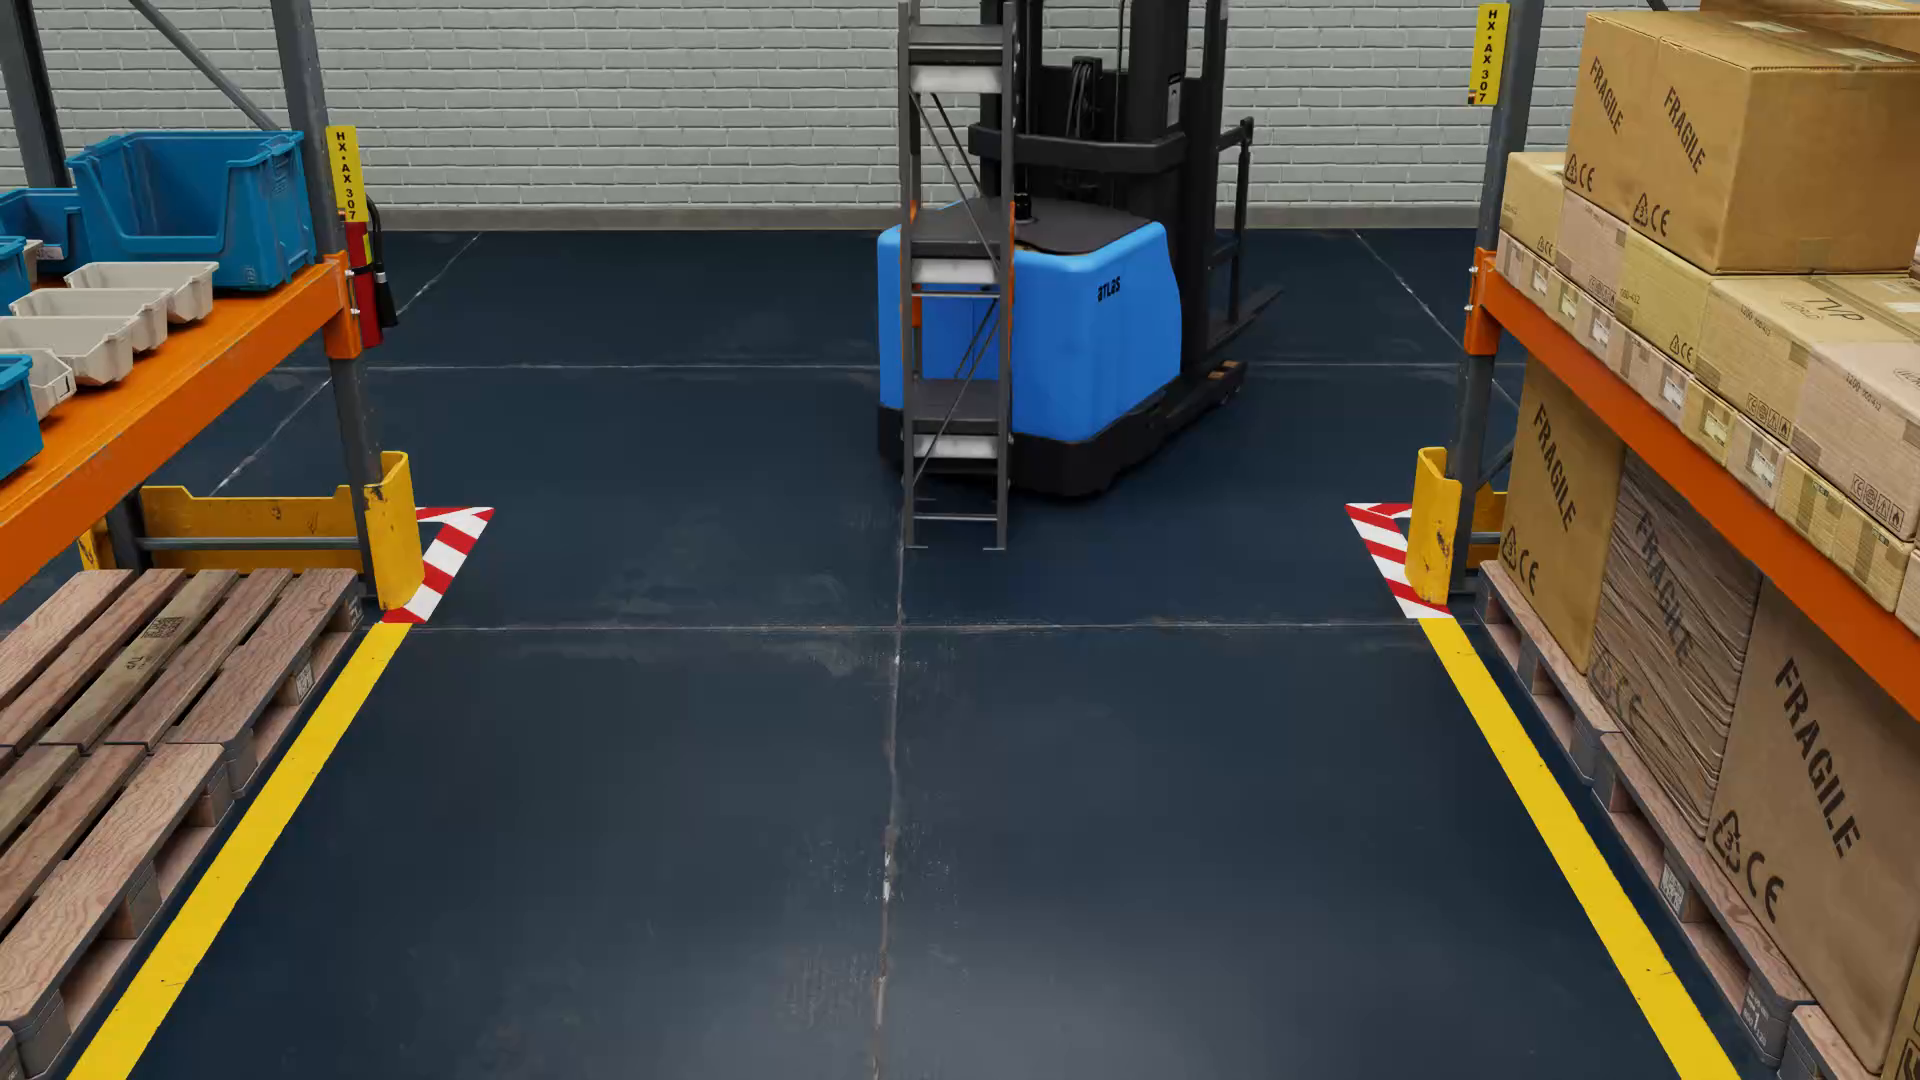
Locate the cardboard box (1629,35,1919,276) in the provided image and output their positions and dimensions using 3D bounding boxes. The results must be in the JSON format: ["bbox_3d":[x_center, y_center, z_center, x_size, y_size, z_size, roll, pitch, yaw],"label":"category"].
[{"bbox_3d":[2.066,-0.976,4.180,0.500,0.500,0.500,-1,24,-2],"label":"cardboard box"}]

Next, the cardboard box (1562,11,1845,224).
[{"bbox_3d":[2.055,-1.190,4.652,0.500,0.500,0.500,-1,24,-2],"label":"cardboard box"}]

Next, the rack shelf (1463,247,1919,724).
[{"bbox_3d":[2.336,-0.034,4.058,1.077,0.370,4.000,0,24,-1],"label":"rack shelf"}]

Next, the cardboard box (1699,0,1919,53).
[{"bbox_3d":[2.582,-1.395,5.106,0.500,0.500,0.500,0,24,0],"label":"cardboard box"}]

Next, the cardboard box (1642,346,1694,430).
[{"bbox_3d":[2.004,-0.394,4.286,0.380,0.149,0.250,-1,24,-1],"label":"cardboard box"}]

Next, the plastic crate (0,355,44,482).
[{"bbox_3d":[-2.360,-0.270,3.836,0.416,0.233,0.300,0,24,-1],"label":"plastic crate"}]

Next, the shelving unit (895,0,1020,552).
[{"bbox_3d":[-0.003,-1.017,6.449,0.431,2.100,0.503,1,24,3],"label":"shelving unit"}]

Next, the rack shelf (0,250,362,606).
[{"bbox_3d":[-2.617,-0.012,4.009,1.077,0.370,4.000,0,24,-1],"label":"rack shelf"}]

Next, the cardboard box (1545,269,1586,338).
[{"bbox_3d":[1.995,-0.712,4.990,0.380,0.149,0.250,-1,24,-2],"label":"cardboard box"}]

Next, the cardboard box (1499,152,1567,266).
[{"bbox_3d":[2.049,-1.054,5.262,0.500,0.250,0.500,-1,24,-2],"label":"cardboard box"}]

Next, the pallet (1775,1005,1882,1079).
[{"bbox_3d":[2.427,1.419,3.356,1.003,0.211,1.213,0,24,-1],"label":"pallet"}]

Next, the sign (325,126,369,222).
[{"bbox_3d":[-2.089,-1.247,5.669,0.100,0.325,0.005,0,24,-1],"label":"sign"}]

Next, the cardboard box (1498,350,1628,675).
[{"bbox_3d":[2.401,-0.146,5.501,0.875,0.875,0.875,0,24,-1],"label":"cardboard box"}]

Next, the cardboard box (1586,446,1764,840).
[{"bbox_3d":[2.411,0.229,4.672,0.875,0.875,0.875,0,24,-1],"label":"cardboard box"}]

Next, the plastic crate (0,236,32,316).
[{"bbox_3d":[-2.958,-0.740,4.877,0.416,0.233,0.300,0,24,-1],"label":"plastic crate"}]

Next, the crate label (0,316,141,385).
[{"bbox_3d":[-2.433,-0.501,4.466,0.396,0.136,0.243,0,24,-1],"label":"crate label"}]

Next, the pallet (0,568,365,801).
[{"bbox_3d":[-2.669,0.447,5.506,1.003,0.211,1.213,0,24,-1],"label":"pallet"}]

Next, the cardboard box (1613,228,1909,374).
[{"bbox_3d":[2.063,-0.633,4.330,0.500,0.250,0.500,-1,24,-2],"label":"cardboard box"}]

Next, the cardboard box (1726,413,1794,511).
[{"bbox_3d":[2.011,-0.182,3.817,0.380,0.149,0.250,0,24,0],"label":"cardboard box"}]

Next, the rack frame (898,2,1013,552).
[{"bbox_3d":[-0.017,-0.916,6.227,0.400,2.100,0.015,1,24,3],"label":"rack frame"}]

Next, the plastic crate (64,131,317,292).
[{"bbox_3d":[-2.448,-1.070,5.360,0.616,0.435,0.499,0,24,-1],"label":"plastic crate"}]

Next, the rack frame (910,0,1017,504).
[{"bbox_3d":[0.012,-1.117,6.671,0.400,2.100,0.015,1,24,3],"label":"rack frame"}]

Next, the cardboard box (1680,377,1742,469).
[{"bbox_3d":[2.006,-0.290,4.056,0.380,0.149,0.250,-1,24,-2],"label":"cardboard box"}]

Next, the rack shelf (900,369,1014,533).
[{"bbox_3d":[-0.004,-0.366,6.743,0.431,0.518,0.480,1,24,3],"label":"rack shelf"}]

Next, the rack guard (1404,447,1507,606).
[{"bbox_3d":[2.314,-0.057,6.269,1.175,0.500,0.348,0,24,-1],"label":"rack guard"}]

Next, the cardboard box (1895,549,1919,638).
[{"bbox_3d":[2.018,0.135,3.117,0.380,0.149,0.250,0,24,0],"label":"cardboard box"}]

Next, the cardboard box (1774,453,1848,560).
[{"bbox_3d":[2.012,-0.077,3.585,0.380,0.149,0.250,-1,24,-1],"label":"cardboard box"}]

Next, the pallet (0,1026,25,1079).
[{"bbox_3d":[-2.642,1.452,3.283,1.003,0.211,1.213,0,24,-1],"label":"pallet"}]

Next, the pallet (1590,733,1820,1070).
[{"bbox_3d":[2.411,0.915,4.470,1.003,0.211,1.213,0,24,-1],"label":"pallet"}]

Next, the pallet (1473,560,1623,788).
[{"bbox_3d":[2.401,0.414,5.579,1.003,0.211,1.213,0,24,-1],"label":"pallet"}]

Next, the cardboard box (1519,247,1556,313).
[{"bbox_3d":[1.992,-0.818,5.223,0.380,0.149,0.250,-1,24,-1],"label":"cardboard box"}]

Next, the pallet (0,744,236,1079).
[{"bbox_3d":[-2.658,0.948,4.397,1.003,0.211,1.213,0,24,-1],"label":"pallet"}]

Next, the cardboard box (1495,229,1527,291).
[{"bbox_3d":[1.988,-0.924,5.457,0.380,0.149,0.250,0,24,0],"label":"cardboard box"}]

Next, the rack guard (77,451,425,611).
[{"bbox_3d":[-2.652,-0.035,6.220,1.175,0.500,0.348,0,24,-1],"label":"rack guard"}]

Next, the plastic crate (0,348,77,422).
[{"bbox_3d":[-2.411,-0.380,4.196,0.298,0.136,0.250,0,24,-1],"label":"plastic crate"}]

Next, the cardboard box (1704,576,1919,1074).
[{"bbox_3d":[2.420,0.596,3.861,0.875,0.875,0.875,0,24,-1],"label":"cardboard box"}]

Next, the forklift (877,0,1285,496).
[{"bbox_3d":[0.795,-2.088,7.809,1.130,2.935,3.031,13,27,27],"label":"forklift"}]

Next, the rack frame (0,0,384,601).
[{"bbox_3d":[-2.639,-1.164,5.683,1.000,3.000,0.127,0,24,-1],"label":"rack frame"}]

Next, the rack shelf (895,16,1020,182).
[{"bbox_3d":[-0.002,-1.642,6.166,0.431,0.518,0.480,1,24,3],"label":"rack shelf"}]

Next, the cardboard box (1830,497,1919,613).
[{"bbox_3d":[2.015,0.029,3.352,0.380,0.149,0.250,0,24,0],"label":"cardboard box"}]

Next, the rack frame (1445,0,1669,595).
[{"bbox_3d":[2.314,-1.186,5.732,1.000,3.000,0.127,0,24,-1],"label":"rack frame"}]

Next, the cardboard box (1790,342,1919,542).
[{"bbox_3d":[2.076,-0.209,3.393,0.500,0.250,0.500,0,24,1],"label":"cardboard box"}]

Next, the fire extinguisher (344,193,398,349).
[{"bbox_3d":[-2.186,-1.023,5.918,0.296,0.674,0.183,0,24,-1],"label":"fire extinguisher"}]

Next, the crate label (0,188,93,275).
[{"bbox_3d":[-2.965,-1.011,5.477,0.416,0.233,0.303,0,24,-1],"label":"crate label"}]

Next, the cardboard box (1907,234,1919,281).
[{"bbox_3d":[2.595,-0.636,4.337,0.500,0.250,0.500,-1,24,-2],"label":"cardboard box"}]

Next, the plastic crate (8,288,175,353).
[{"bbox_3d":[-2.460,-0.616,4.719,0.396,0.136,0.243,0,24,-1],"label":"plastic crate"}]

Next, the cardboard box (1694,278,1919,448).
[{"bbox_3d":[2.074,-0.418,3.855,0.500,0.250,0.500,-1,24,-2],"label":"cardboard box"}]

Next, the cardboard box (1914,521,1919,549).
[{"bbox_3d":[2.082,0.001,2.928,0.500,0.250,0.500,0,24,1],"label":"cardboard box"}]

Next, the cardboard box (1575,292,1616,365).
[{"bbox_3d":[1.999,-0.605,4.752,0.380,0.149,0.250,-1,24,-1],"label":"cardboard box"}]

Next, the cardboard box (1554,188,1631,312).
[{"bbox_3d":[2.061,-0.840,4.788,0.500,0.250,0.500,-1,24,-1],"label":"cardboard box"}]

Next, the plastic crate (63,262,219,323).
[{"bbox_3d":[-2.449,-0.736,4.984,0.396,0.136,0.243,0,24,-1],"label":"plastic crate"}]

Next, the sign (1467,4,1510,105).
[{"bbox_3d":[1.759,-1.616,5.537,0.100,0.325,0.005,0,24,-1],"label":"sign"}]

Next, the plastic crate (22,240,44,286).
[{"bbox_3d":[-3.045,-0.835,5.204,0.250,0.136,0.298,0,24,-1],"label":"plastic crate"}]

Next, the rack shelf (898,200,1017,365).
[{"bbox_3d":[-0.003,-1.004,6.455,0.431,0.518,0.480,1,24,3],"label":"rack shelf"}]

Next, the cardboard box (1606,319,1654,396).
[{"bbox_3d":[2.001,-0.500,4.521,0.380,0.149,0.250,-1,24,-2],"label":"cardboard box"}]
